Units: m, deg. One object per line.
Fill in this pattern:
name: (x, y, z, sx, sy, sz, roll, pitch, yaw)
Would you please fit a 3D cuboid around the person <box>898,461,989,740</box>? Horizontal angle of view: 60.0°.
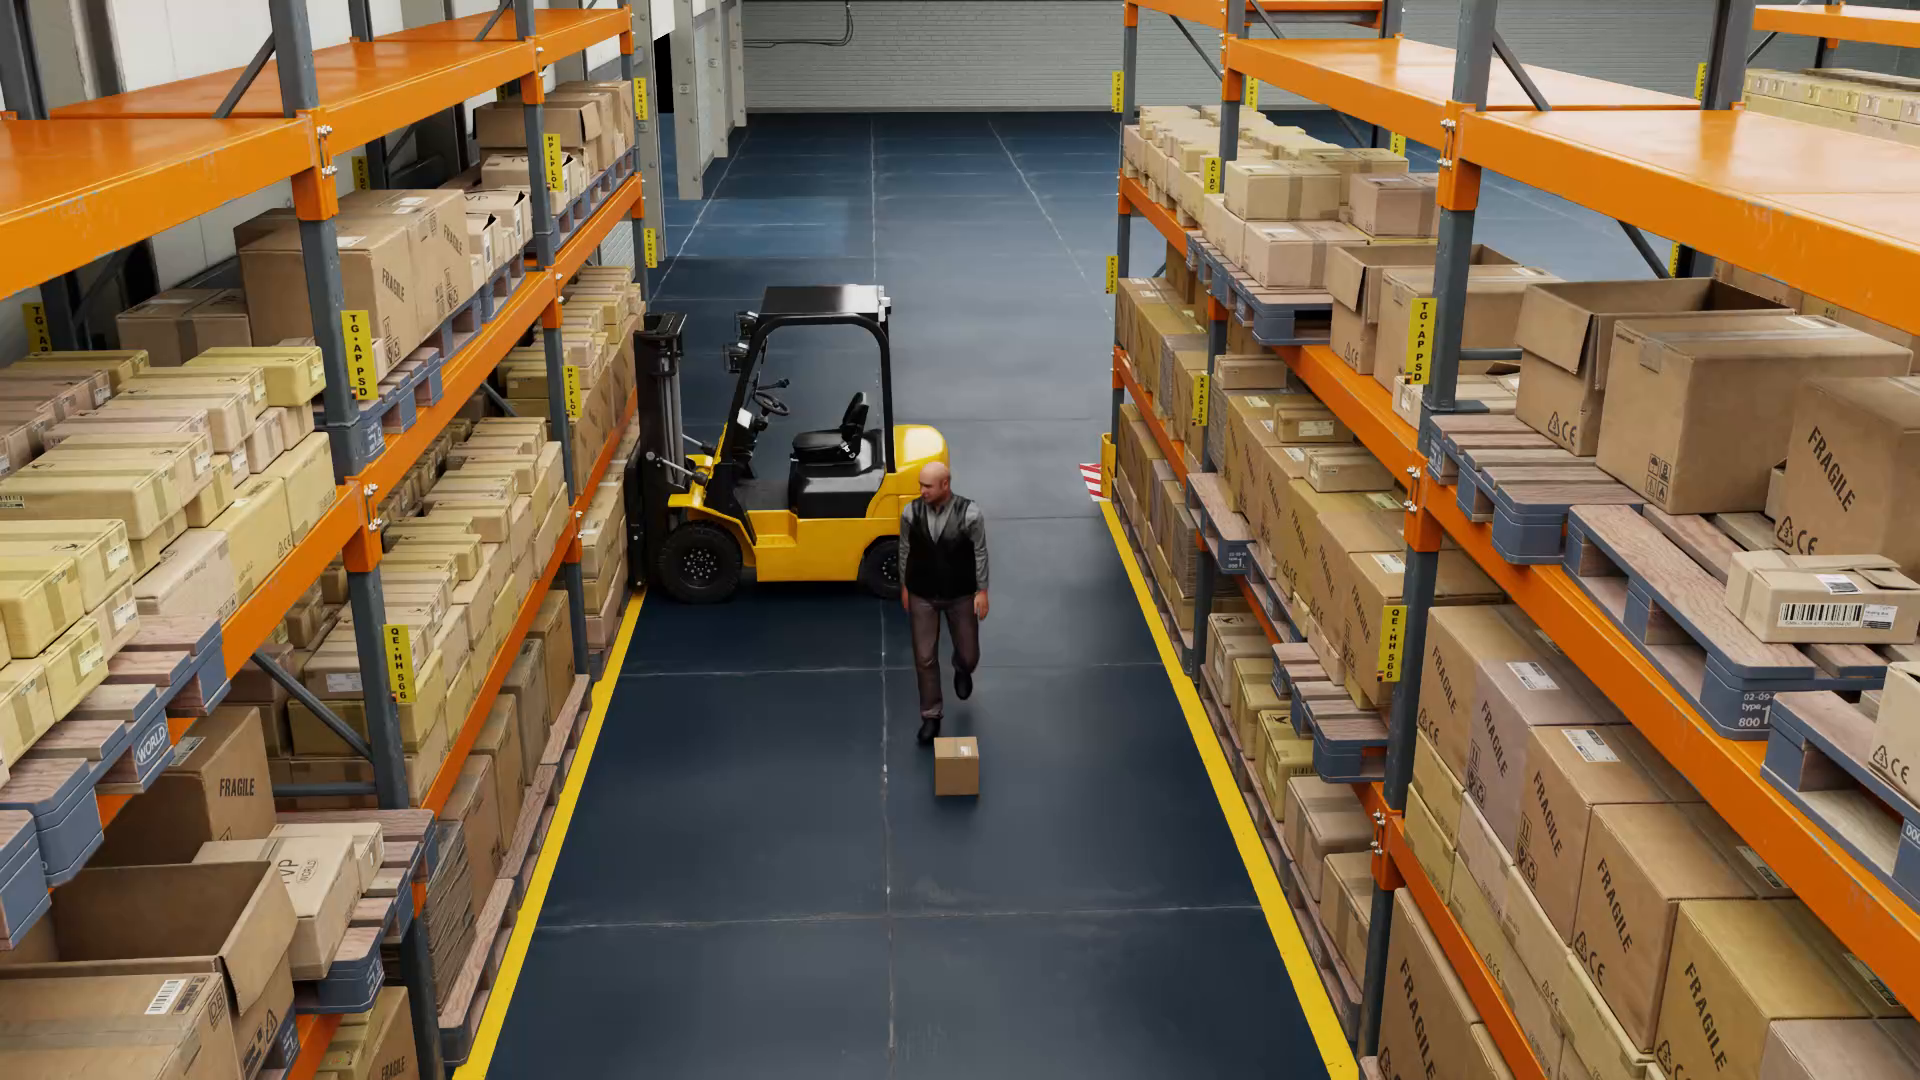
person: (-0.103, 0.333, 10.193, 0.568, 1.708, 0.759, 2, 20, 7)
